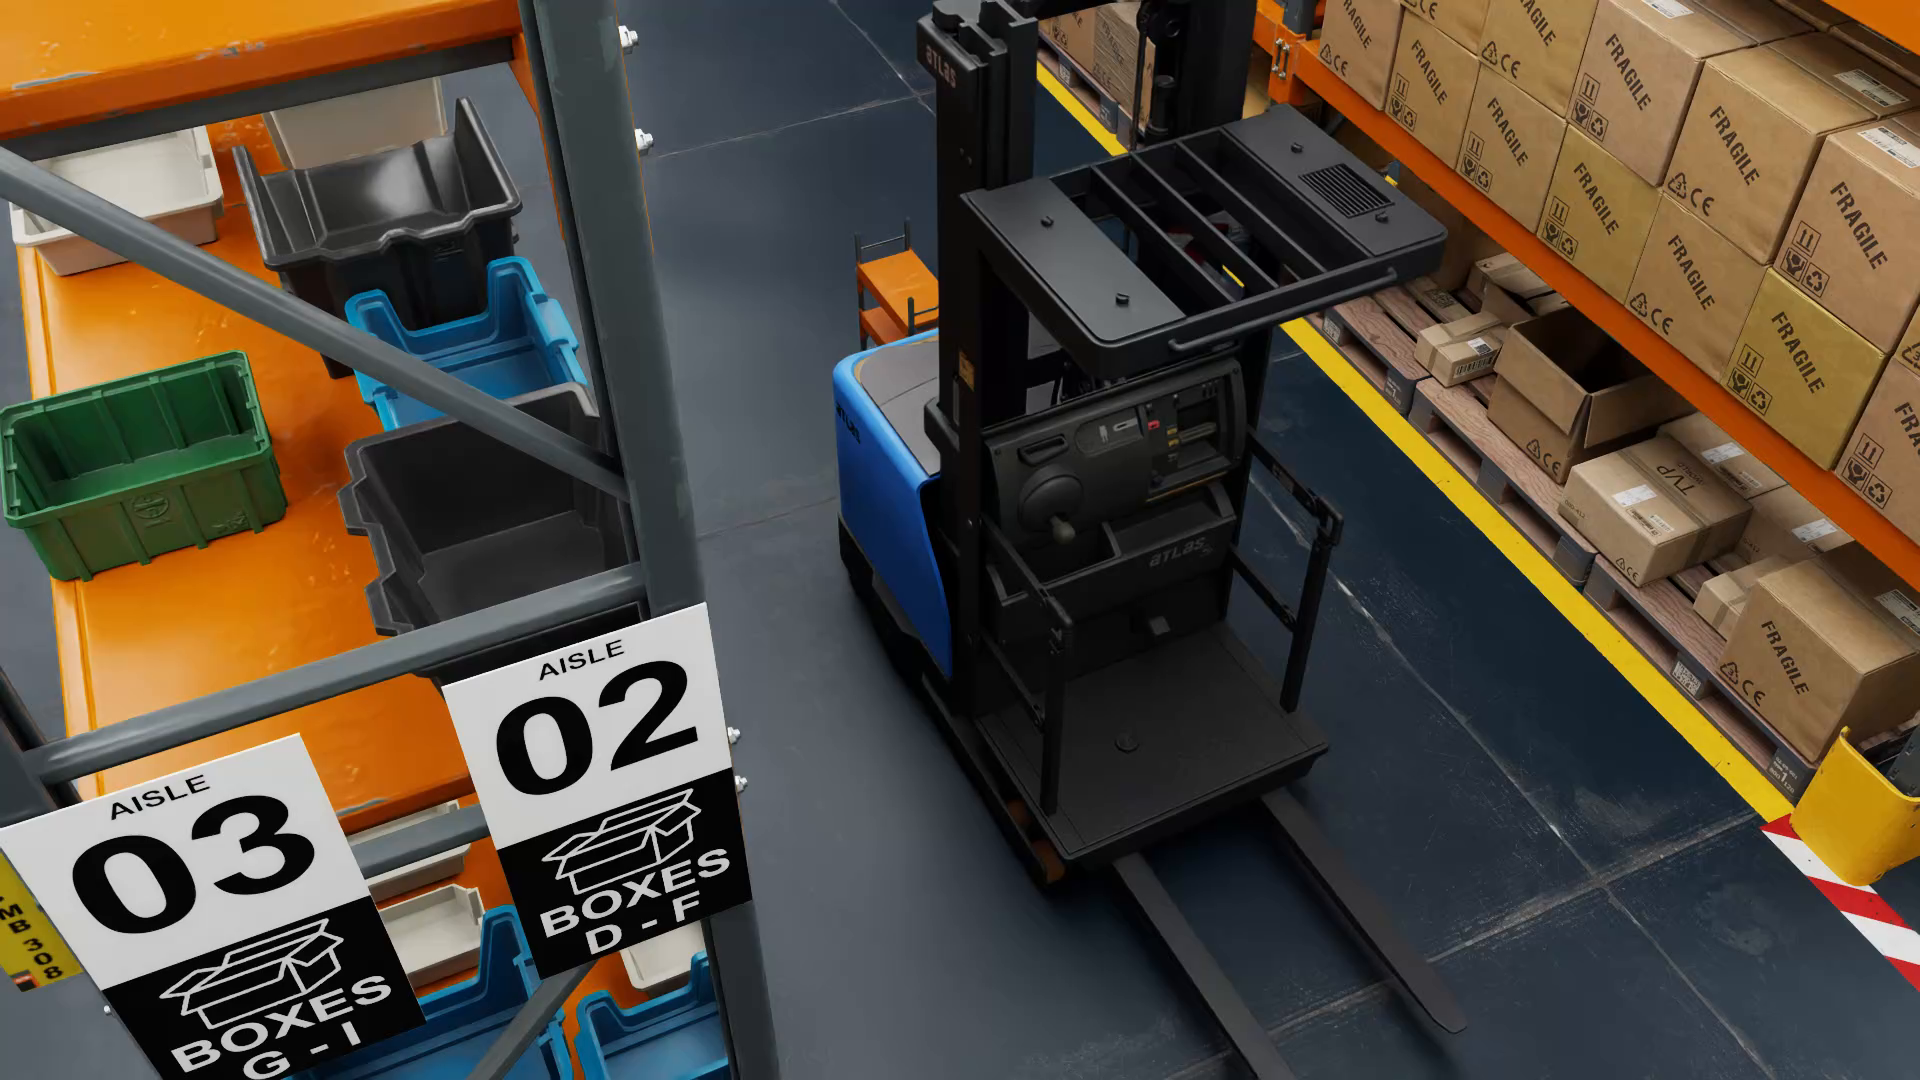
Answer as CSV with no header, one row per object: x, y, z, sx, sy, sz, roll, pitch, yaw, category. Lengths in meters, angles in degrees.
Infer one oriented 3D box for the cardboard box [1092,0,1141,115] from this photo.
1.079,-2.744,9.231,0.500,0.500,0.500,-17,47,-17,cardboard box

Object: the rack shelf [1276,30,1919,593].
2.798,-1.080,6.590,1.077,0.370,4.000,-18,47,-17,rack shelf

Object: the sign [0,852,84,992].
-1.349,0.542,2.373,0.100,0.325,0.005,-18,47,-17,sign

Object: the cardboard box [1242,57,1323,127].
1.490,-2.107,8.585,0.500,0.500,0.500,-18,47,-18,cardboard box

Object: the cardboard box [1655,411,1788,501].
3.247,-0.307,6.938,0.500,0.250,0.500,-18,47,-17,cardboard box

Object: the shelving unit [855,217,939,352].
-0.201,-0.684,6.958,0.258,1.200,0.503,-20,48,-19,shelving unit

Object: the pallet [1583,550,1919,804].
3.271,0.375,6.588,1.003,0.211,1.213,-18,47,-17,pallet

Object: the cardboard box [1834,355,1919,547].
3.204,-0.302,5.218,0.500,0.500,0.500,-17,47,-16,cardboard box

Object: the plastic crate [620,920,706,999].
-0.722,0.988,4.127,0.250,0.136,0.298,-18,47,-17,plastic crate

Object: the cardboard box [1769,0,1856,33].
3.045,-1.788,6.012,0.500,0.500,0.500,-18,48,-18,cardboard box

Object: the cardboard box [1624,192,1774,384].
2.778,-0.951,5.876,0.500,0.500,0.500,-18,47,-17,cardboard box

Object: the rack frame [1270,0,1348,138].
1.957,-2.610,7.629,1.000,3.000,0.127,-18,47,-17,rack frame

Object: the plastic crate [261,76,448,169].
-1.509,-1.130,4.077,0.437,0.282,0.530,-18,47,-17,plastic crate

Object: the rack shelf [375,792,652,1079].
-1.698,0.381,5.109,1.077,0.370,4.000,-18,47,-17,rack shelf

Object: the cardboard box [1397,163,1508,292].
2.454,-1.598,8.069,0.500,0.500,0.500,-18,47,-17,cardboard box

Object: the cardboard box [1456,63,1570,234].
2.351,-1.596,6.529,0.500,0.500,0.500,-18,47,-18,cardboard box

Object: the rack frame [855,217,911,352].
-0.312,-0.837,7.113,0.240,1.200,0.015,-20,48,-19,rack frame

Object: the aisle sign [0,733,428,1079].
-1.092,0.606,2.518,0.394,0.787,0.004,-18,47,-17,aisle sign

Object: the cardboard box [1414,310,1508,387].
2.310,-0.879,7.578,0.380,0.166,0.250,-18,47,-17,cardboard box

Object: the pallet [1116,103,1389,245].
1.581,-2.125,9.122,1.003,0.211,1.213,-18,47,-17,pallet

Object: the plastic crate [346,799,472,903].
-1.473,0.817,4.301,0.396,0.136,0.243,-18,47,-17,plastic crate

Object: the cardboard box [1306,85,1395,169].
1.975,-2.257,8.737,0.500,0.500,0.500,-20,48,-19,cardboard box

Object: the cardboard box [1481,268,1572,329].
2.769,-1.052,7.651,0.500,0.311,0.500,-18,47,-17,cardboard box

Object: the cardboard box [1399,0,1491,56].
2.117,-2.290,6.521,0.500,0.500,0.500,-19,48,-19,cardboard box

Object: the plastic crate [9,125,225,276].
-1.951,-0.818,3.864,0.437,0.136,0.530,-18,47,-17,plastic crate

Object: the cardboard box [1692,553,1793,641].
3.098,0.232,6.452,0.380,0.166,0.250,-18,47,-17,cardboard box

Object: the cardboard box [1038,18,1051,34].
0.639,-3.399,9.894,0.500,0.500,0.500,-19,48,-18,cardboard box

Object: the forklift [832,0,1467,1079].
0.619,-0.191,5.225,1.130,2.935,3.031,-20,48,-19,forklift

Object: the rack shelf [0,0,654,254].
-1.698,-1.612,3.143,1.077,0.370,4.000,-18,47,-17,rack shelf

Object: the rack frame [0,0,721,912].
-0.857,-0.736,1.458,1.000,3.000,0.127,-18,47,-17,rack frame

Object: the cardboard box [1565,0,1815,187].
2.551,-1.633,5.855,0.500,0.500,0.500,-17,47,-16,cardboard box

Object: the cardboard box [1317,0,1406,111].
1.924,-2.241,7.183,0.500,0.500,0.500,-17,47,-16,cardboard box

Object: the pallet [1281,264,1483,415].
2.245,-1.180,8.164,1.003,0.211,1.213,-18,47,-17,pallet

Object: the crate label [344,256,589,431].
-0.952,-0.299,3.256,0.408,0.251,0.502,-18,47,-17,crate label

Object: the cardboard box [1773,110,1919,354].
2.989,-0.977,5.190,0.500,0.500,0.500,-17,47,-16,cardboard box

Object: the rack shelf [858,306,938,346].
-0.201,-0.796,6.848,0.258,0.148,0.480,-20,48,-19,rack shelf
